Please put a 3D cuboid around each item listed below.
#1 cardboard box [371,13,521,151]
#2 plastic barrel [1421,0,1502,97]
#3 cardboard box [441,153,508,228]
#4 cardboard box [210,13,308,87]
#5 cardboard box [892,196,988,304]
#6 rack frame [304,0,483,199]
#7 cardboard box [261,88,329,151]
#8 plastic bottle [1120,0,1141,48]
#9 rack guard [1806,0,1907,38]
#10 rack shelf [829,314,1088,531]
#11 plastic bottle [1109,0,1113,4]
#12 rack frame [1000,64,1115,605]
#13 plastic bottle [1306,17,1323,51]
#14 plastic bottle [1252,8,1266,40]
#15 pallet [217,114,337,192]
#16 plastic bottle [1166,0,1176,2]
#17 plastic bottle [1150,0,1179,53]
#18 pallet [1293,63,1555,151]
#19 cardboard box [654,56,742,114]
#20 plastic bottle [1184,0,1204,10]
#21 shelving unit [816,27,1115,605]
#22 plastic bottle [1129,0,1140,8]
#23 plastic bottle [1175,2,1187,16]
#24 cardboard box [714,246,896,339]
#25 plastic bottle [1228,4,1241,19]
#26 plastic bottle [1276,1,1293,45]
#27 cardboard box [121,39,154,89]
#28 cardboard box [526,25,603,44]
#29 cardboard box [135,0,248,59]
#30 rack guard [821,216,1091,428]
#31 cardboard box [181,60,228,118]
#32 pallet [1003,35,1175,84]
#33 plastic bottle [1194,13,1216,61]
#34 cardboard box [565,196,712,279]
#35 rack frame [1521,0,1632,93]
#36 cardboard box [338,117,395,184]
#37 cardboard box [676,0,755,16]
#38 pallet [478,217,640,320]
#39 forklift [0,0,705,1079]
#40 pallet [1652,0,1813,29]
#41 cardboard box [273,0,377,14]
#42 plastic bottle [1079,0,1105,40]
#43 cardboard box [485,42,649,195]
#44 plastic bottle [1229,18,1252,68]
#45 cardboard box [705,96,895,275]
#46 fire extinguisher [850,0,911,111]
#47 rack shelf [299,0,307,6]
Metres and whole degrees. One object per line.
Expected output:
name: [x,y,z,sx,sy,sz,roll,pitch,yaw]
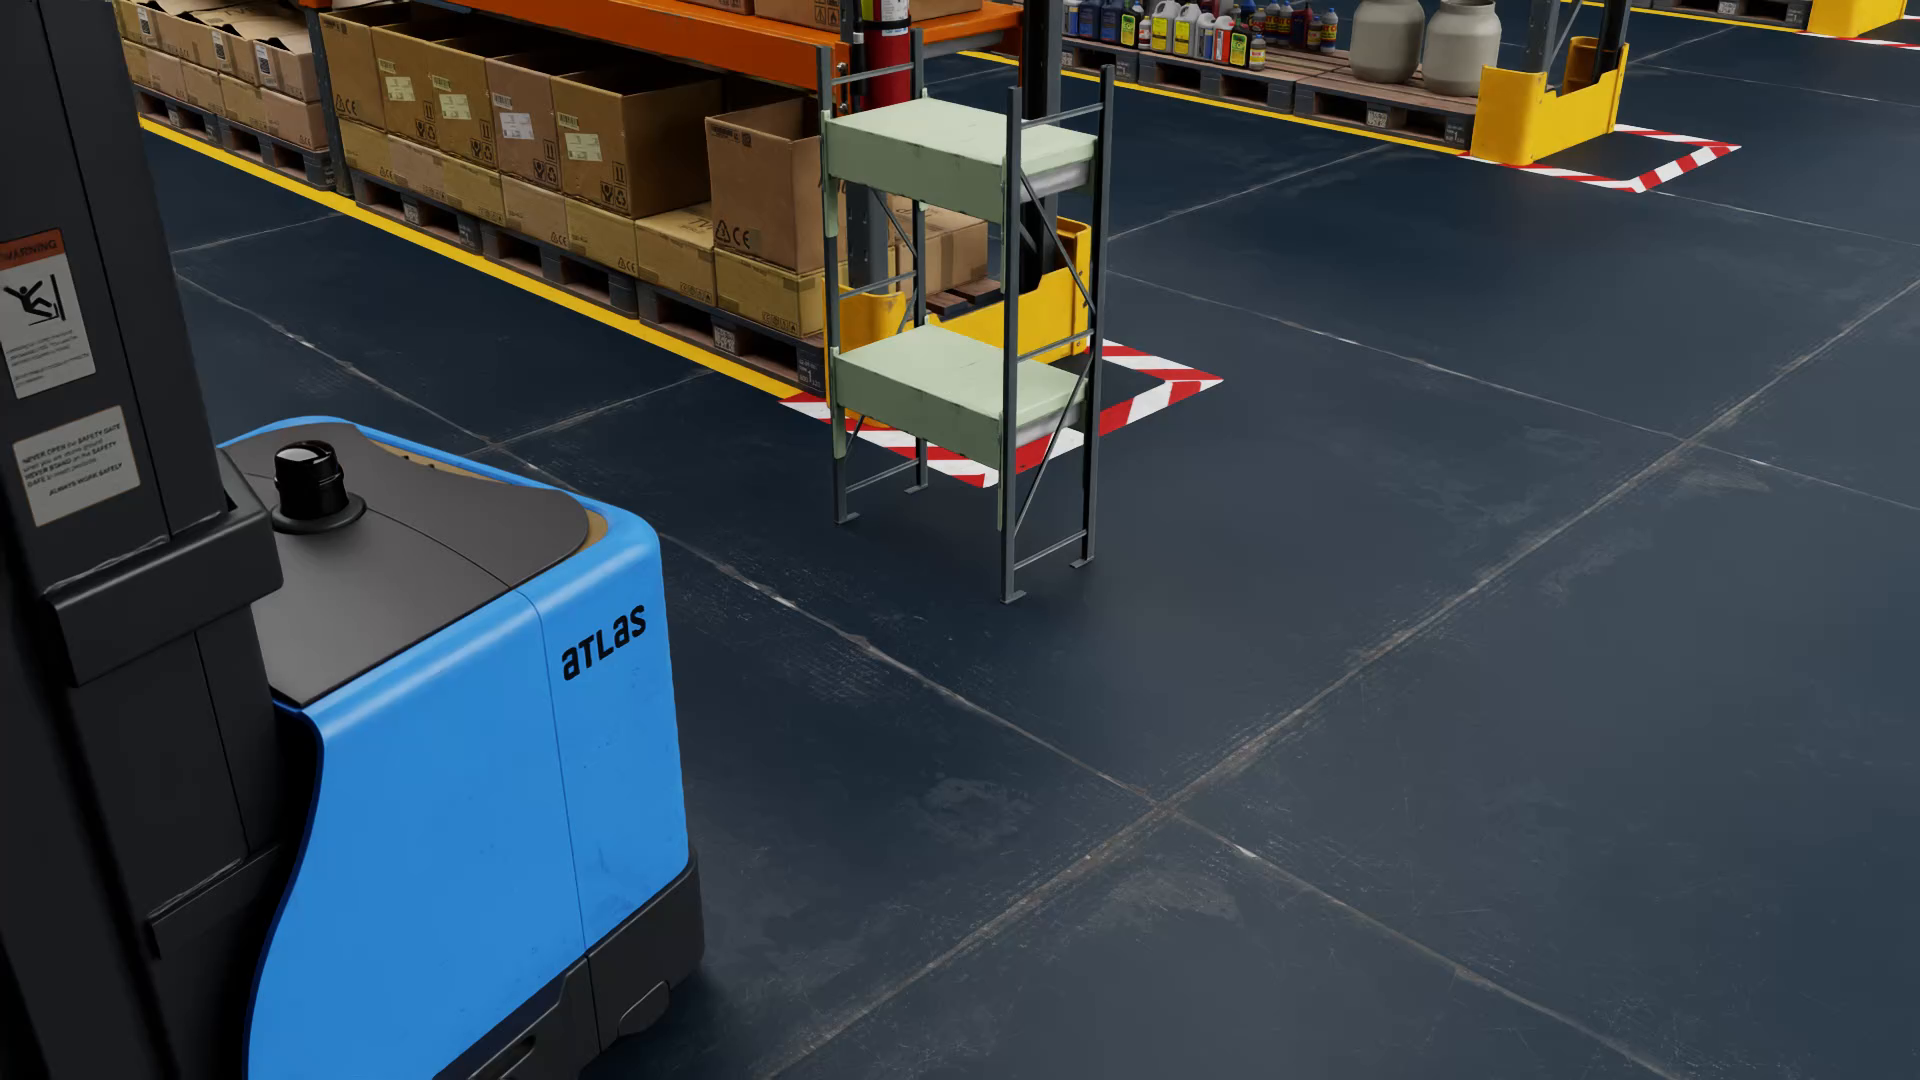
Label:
cardboard box: [-2.389,-2.168,7.847,0.500,0.500,0.500,25,36,38]
plastic barrel: [2.942,-2.894,9.753,0.421,0.512,0.421,0,28,0]
cardboard box: [-2.038,-1.670,7.706,0.500,0.250,0.500,25,36,38]
cardboard box: [-3.728,-2.704,9.071,0.500,0.311,0.500,-24,36,-38]
cardboard box: [-0.237,-1.195,6.803,0.500,0.250,0.500,25,36,38]
rack frame: [-2.862,-3.283,8.270,0.127,3.000,1.000,25,36,38]
cardboard box: [-3.361,-2.291,8.886,0.500,0.250,0.500,24,36,38]
plastic bottle: [1.121,-3.387,10.915,0.061,0.283,0.133,-23,36,-37]
rack guard: [6.884,-4.182,12.667,0.348,0.500,1.175,25,36,38]
rack shelf: [0.005,-0.373,5.049,0.720,0.370,0.431,25,36,38]
plastic bottle: [0.999,-3.594,11.236,0.185,0.351,0.144,25,36,38]
rack frame: [0.266,-0.542,4.670,0.023,1.500,0.400,25,36,38]
plastic bottle: [2.317,-3.305,10.846,0.097,0.201,0.097,0,28,0]
plastic bottle: [2.005,-3.448,11.118,0.097,0.201,0.097,0,28,0]
pallet: [-3.415,-2.276,9.351,1.213,0.211,1.003,25,36,38]
plastic bottle: [1.411,-3.770,11.571,0.185,0.351,0.144,22,35,36]
plastic bottle: [1.335,-3.346,10.764,0.185,0.351,0.144,24,36,38]
pallet: [2.803,-2.662,10.086,1.213,0.211,1.003,25,36,38]
cardboard box: [-0.960,-1.848,7.240,0.500,0.500,0.500,25,36,38]
plastic bottle: [1.588,-3.593,11.306,0.133,0.283,0.061,25,36,38]
shelving unit: [0.005,-0.662,4.897,0.755,1.500,0.431,25,36,38]
plastic bottle: [1.173,-3.785,11.599,0.185,0.351,0.144,25,36,38]
plastic bottle: [1.421,-3.370,10.891,0.135,0.276,0.152,25,36,38]
cardboard box: [-0.600,-1.023,6.476,0.500,0.250,0.500,25,36,38]
plastic bottle: [1.858,-3.515,11.246,0.097,0.201,0.097,0,28,0]
plastic bottle: [2.147,-3.414,10.979,0.097,0.271,0.097,0,28,0]
cardboard box: [-4.813,-2.957,10.154,0.500,0.250,0.500,23,36,37]
cardboard box: [-1.671,-2.176,7.862,0.500,0.500,0.500,25,36,38]
cardboard box: [-4.438,-3.033,9.696,0.500,0.311,0.500,24,36,38]
rack guard: [0.007,-0.863,6.355,0.348,0.500,1.175,25,36,38]
cardboard box: [-4.086,-2.623,9.519,0.500,0.250,0.500,-24,36,-38]
pallet: [1.063,-3.458,11.600,1.213,0.211,1.003,25,36,38]
plastic bottle: [1.589,-3.200,10.566,0.135,0.276,0.152,23,36,37]
cardboard box: [-1.322,-1.345,7.088,0.500,0.250,0.500,25,36,38]
rack frame: [3.465,-3.620,8.912,0.127,3.000,1.000,25,36,38]
cardboard box: [-2.744,-2.000,8.333,0.500,0.250,0.500,25,36,38]
cardboard box: [-0.712,-2.348,6.385,0.700,0.500,0.500,-24,36,-38]
pallet: [-1.450,-1.377,7.642,1.213,0.211,1.003,25,36,38]
forklift: [-1.745,0.073,1.962,1.130,2.935,3.031,16,32,28]
pallet: [6.329,-4.331,13.260,1.213,0.211,1.003,25,36,38]
cardboard box: [-3.706,-3.051,9.730,0.500,0.311,0.500,23,36,37]
plastic bottle: [0.898,-3.546,11.145,0.144,0.351,0.185,-24,36,-38]
cardboard box: [-1.680,-1.839,7.223,0.500,0.500,0.500,25,36,38]
plastic bottle: [1.752,-3.098,10.365,0.061,0.283,0.133,-24,36,-38]
cardboard box: [-0.601,-1.354,6.300,0.500,0.500,0.500,25,36,38]
fire extinguisher: [-0.251,-1.750,5.439,0.183,0.674,0.296,25,36,38]
rack shelf: [-4.289,-3.617,9.678,4.000,0.370,1.077,25,36,38]
